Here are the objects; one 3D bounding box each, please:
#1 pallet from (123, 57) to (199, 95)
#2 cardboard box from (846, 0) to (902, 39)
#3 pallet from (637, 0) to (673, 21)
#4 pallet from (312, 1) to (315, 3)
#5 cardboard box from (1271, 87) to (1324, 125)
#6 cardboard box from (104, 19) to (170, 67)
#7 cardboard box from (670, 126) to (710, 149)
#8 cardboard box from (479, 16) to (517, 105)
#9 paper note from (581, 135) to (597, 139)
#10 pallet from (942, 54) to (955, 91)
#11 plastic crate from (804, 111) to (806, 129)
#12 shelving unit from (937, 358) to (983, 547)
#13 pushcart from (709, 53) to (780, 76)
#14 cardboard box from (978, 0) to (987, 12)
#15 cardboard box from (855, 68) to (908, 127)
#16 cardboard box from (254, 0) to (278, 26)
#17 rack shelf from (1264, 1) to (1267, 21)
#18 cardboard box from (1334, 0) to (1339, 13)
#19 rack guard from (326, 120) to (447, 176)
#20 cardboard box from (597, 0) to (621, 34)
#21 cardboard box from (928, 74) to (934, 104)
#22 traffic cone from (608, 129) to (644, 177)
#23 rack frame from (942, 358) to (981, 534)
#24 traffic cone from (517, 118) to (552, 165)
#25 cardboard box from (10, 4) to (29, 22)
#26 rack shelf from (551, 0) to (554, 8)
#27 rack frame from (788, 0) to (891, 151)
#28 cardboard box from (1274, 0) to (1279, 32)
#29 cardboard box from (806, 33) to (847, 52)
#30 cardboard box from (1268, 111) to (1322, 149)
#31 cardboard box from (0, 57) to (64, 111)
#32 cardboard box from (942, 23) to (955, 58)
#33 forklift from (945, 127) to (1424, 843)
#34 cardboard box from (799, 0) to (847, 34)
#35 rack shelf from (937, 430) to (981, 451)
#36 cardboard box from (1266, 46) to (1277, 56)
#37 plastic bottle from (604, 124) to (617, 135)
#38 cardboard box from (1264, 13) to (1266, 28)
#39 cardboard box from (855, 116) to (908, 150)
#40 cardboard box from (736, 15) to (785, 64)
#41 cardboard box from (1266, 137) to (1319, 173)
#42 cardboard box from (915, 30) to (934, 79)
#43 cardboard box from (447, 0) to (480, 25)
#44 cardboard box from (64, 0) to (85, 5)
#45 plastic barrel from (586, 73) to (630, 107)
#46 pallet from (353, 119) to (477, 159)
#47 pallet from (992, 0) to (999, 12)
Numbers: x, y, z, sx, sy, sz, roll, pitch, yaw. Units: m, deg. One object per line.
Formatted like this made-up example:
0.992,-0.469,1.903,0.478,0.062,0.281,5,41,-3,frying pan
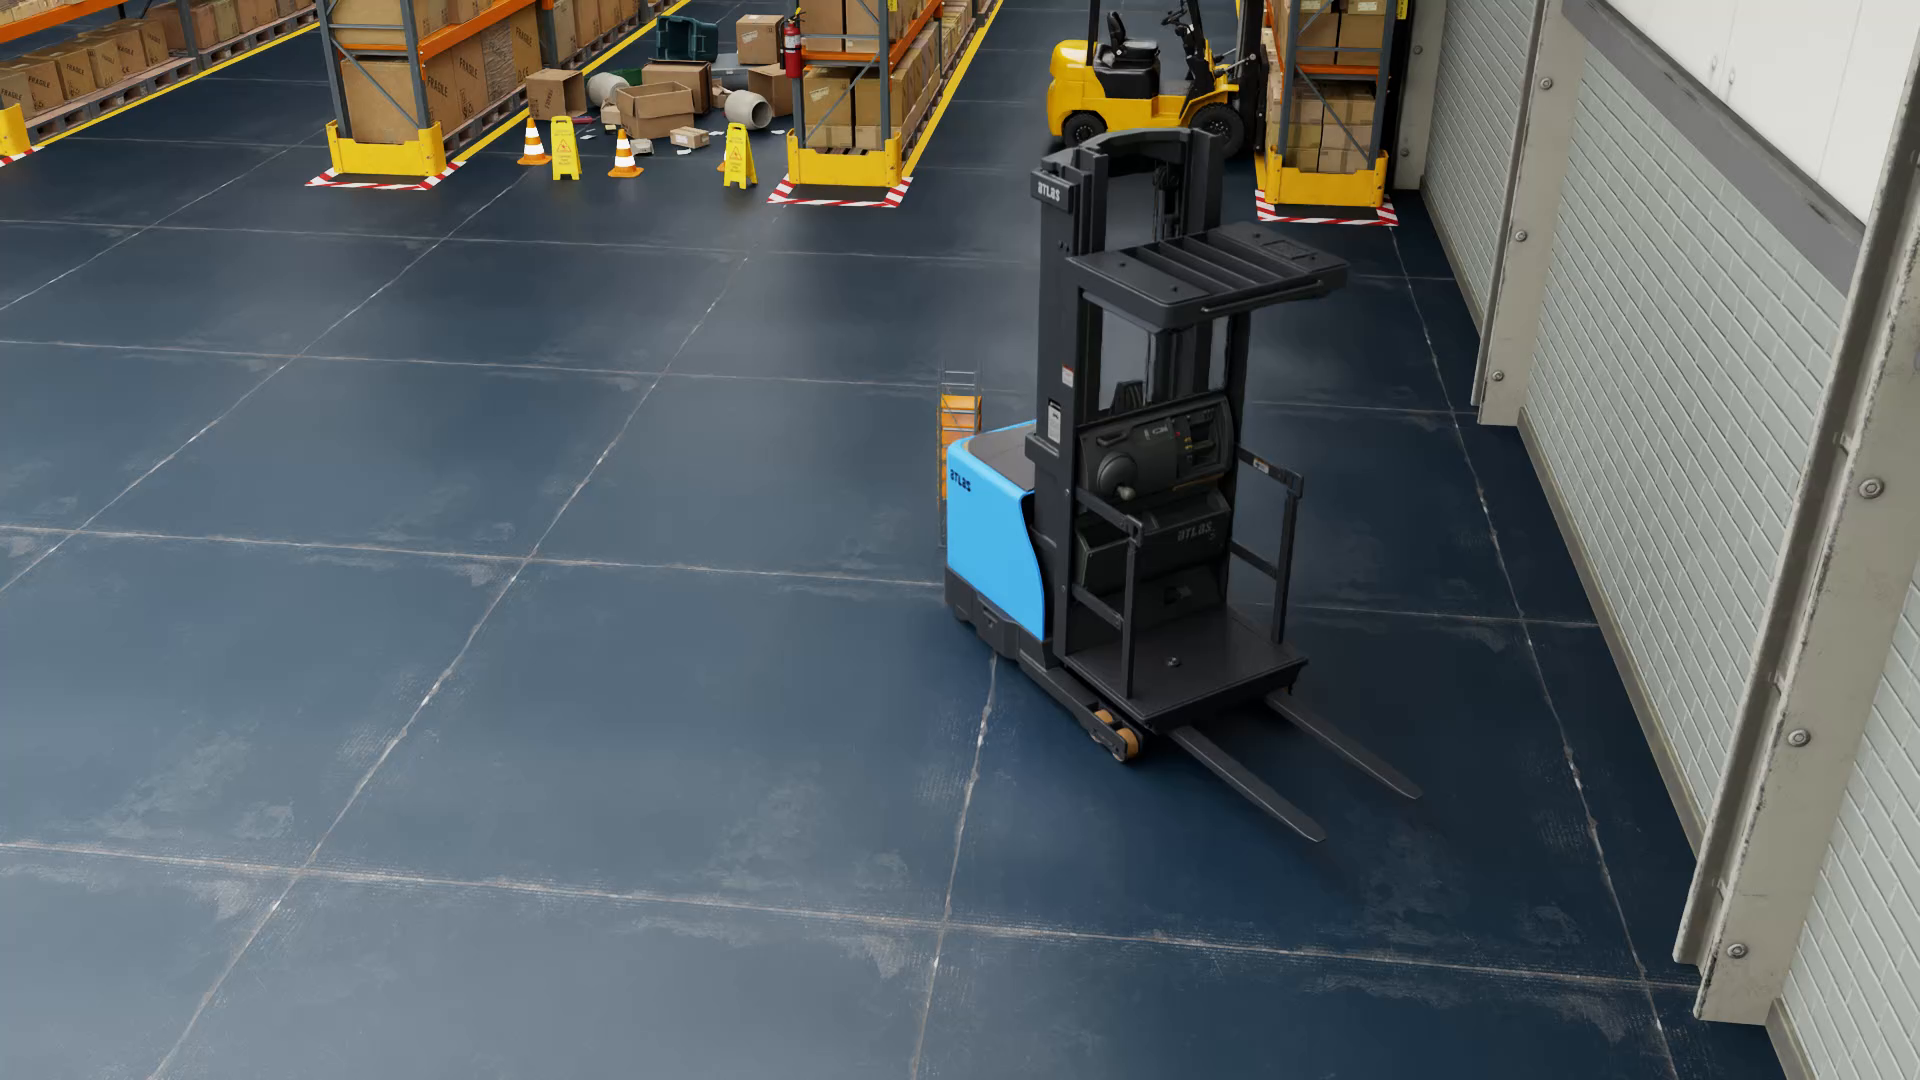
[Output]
-10.611,-5.998,21.453,1.003,0.211,1.213,3,28,6,pallet
-0.885,-5.467,17.108,0.500,0.500,0.500,3,28,5,cardboard box
-5.066,-8.231,25.598,1.003,0.211,1.213,3,28,6,pallet
-9.902,-8.566,26.220,1.003,0.211,1.213,3,28,6,pallet
3.455,-4.448,17.038,0.500,0.250,0.500,4,29,8,cardboard box
-10.653,-6.443,21.531,0.500,0.500,0.500,3,28,5,cardboard box
-3.063,-4.564,18.857,0.380,0.149,0.250,20,34,32,cardboard box
-5.907,-5.741,19.834,0.875,0.875,0.875,4,29,7,cardboard box
-4.272,-4.637,19.120,0.144,0.017,0.142,14,31,24,paper note
-0.635,-6.107,21.656,1.003,0.211,1.213,3,28,6,pallet
-1.735,-4.991,19.723,0.402,0.080,0.583,-6,29,-11,plastic crate
-0.002,-0.521,10.245,0.258,1.200,0.189,3,28,6,shelving unit
-2.998,-5.923,21.138,1.648,0.377,0.936,-6,29,-11,pushcart
-0.071,-8.421,24.808,0.875,0.875,0.875,3,28,6,cardboard box
-0.843,-4.765,17.889,0.500,0.500,0.500,2,28,4,cardboard box
-10.254,-7.675,23.797,0.700,0.500,0.500,6,29,10,cardboard box
4.443,-7.306,21.700,1.077,0.370,4.000,3,28,6,rack shelf
4.086,-5.306,17.123,0.500,0.500,0.500,4,29,8,cardboard box
-6.147,-4.214,17.836,1.175,0.500,0.348,3,28,6,rack guard
-5.431,-7.592,23.402,1.050,0.750,0.750,4,29,7,cardboard box
-0.590,-5.397,19.854,0.500,0.250,0.500,3,28,5,cardboard box
-3.590,-4.150,17.758,0.336,0.463,0.334,3,28,6,traffic cone
0.009,-0.564,10.325,0.240,1.200,0.006,3,28,6,rack frame
-4.669,-4.376,18.177,0.336,0.463,0.334,3,28,6,traffic cone
-10.687,-5.904,18.604,0.380,0.149,0.250,3,28,6,cardboard box
-5.409,-7.833,22.677,1.077,0.370,4.000,3,28,6,rack shelf
-1.219,-5.085,16.819,1.000,3.000,0.127,3,28,6,rack frame
3.694,-5.812,18.062,0.500,0.500,0.500,4,29,7,cardboard box
-1.385,-5.163,17.228,0.380,0.149,0.250,4,29,8,cardboard box
3.457,-4.240,17.180,0.500,0.250,0.500,3,28,6,cardboard box
-10.922,-5.322,19.451,0.500,0.500,0.500,11,30,19,cardboard box
-0.582,-6.582,21.924,0.950,0.372,0.625,5,29,9,cardboard box
1.111,-0.419,8.229,1.130,2.935,3.031,-16,32,-27,forklift
-1.426,-5.532,17.228,0.500,0.500,0.500,3,28,5,cardboard box
-0.002,-0.588,10.209,0.258,0.103,0.180,3,28,6,rack shelf
3.705,-5.412,18.826,0.500,0.250,0.500,4,29,8,cardboard box
-4.072,-4.787,19.363,0.133,0.061,0.283,-6,29,-11,plastic bottle
4.354,-6.432,21.379,0.875,0.625,0.625,3,28,6,cardboard box
-0.845,-4.423,18.046,0.500,0.250,0.500,3,28,6,cardboard box
-2.499,-6.290,20.893,0.500,0.500,0.500,3,28,6,cardboard box
3.452,-4.013,17.284,0.500,0.250,0.500,4,29,7,cardboard box
-0.595,-5.739,19.698,0.500,0.500,0.500,4,29,7,cardboard box
-5.904,-6.085,18.517,0.875,0.550,0.550,3,28,6,cardboard box
-10.502,-6.371,19.471,0.380,0.149,0.250,3,28,6,cardboard box
-4.270,-5.451,20.214,0.421,0.421,0.512,-24,36,-37,plastic barrel
-6.123,-4.479,18.633,1.003,0.211,1.213,3,28,6,pallet
0.085,-8.563,26.214,1.003,0.211,1.213,3,28,6,pallet
